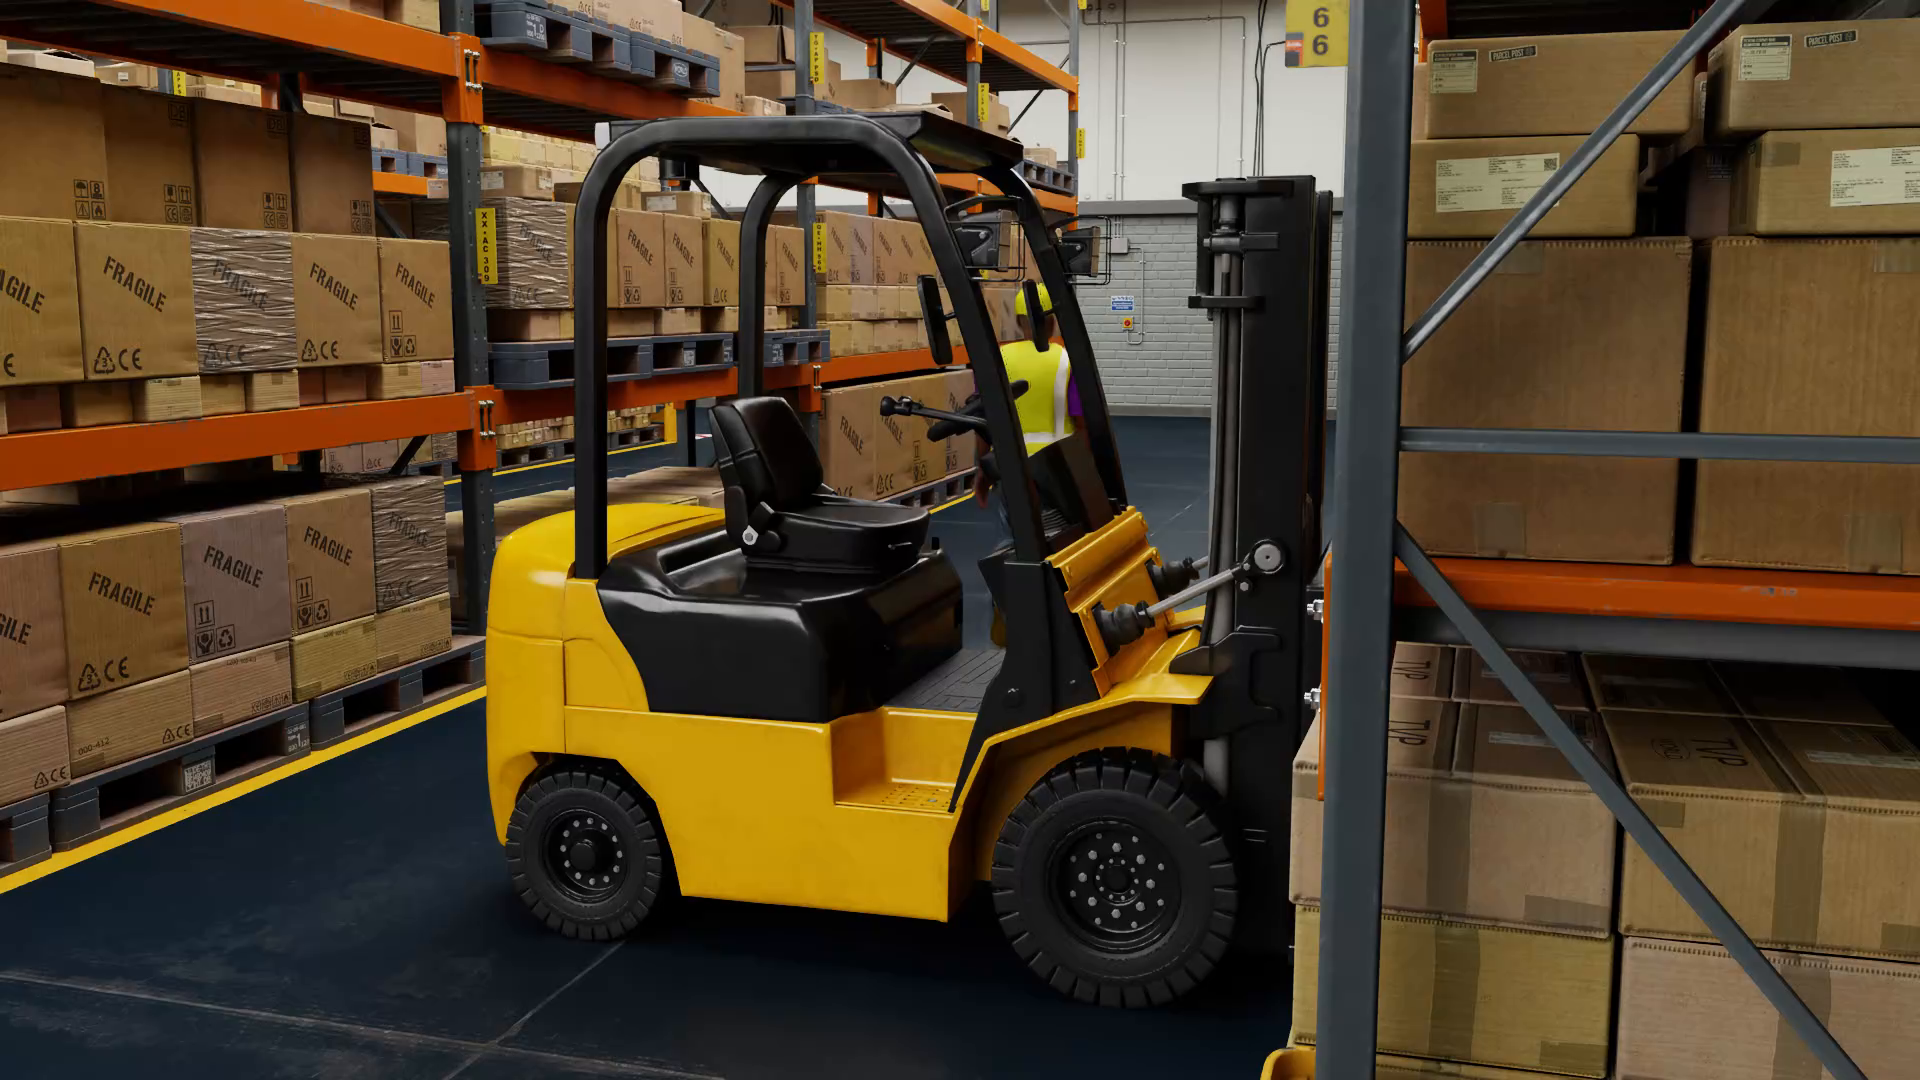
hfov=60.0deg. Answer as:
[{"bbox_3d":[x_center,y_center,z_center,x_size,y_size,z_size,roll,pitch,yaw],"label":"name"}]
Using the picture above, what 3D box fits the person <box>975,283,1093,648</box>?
[{"bbox_3d":[0.349,-0.323,7.826,0.578,1.752,0.611,2,8,11],"label":"person"}]
